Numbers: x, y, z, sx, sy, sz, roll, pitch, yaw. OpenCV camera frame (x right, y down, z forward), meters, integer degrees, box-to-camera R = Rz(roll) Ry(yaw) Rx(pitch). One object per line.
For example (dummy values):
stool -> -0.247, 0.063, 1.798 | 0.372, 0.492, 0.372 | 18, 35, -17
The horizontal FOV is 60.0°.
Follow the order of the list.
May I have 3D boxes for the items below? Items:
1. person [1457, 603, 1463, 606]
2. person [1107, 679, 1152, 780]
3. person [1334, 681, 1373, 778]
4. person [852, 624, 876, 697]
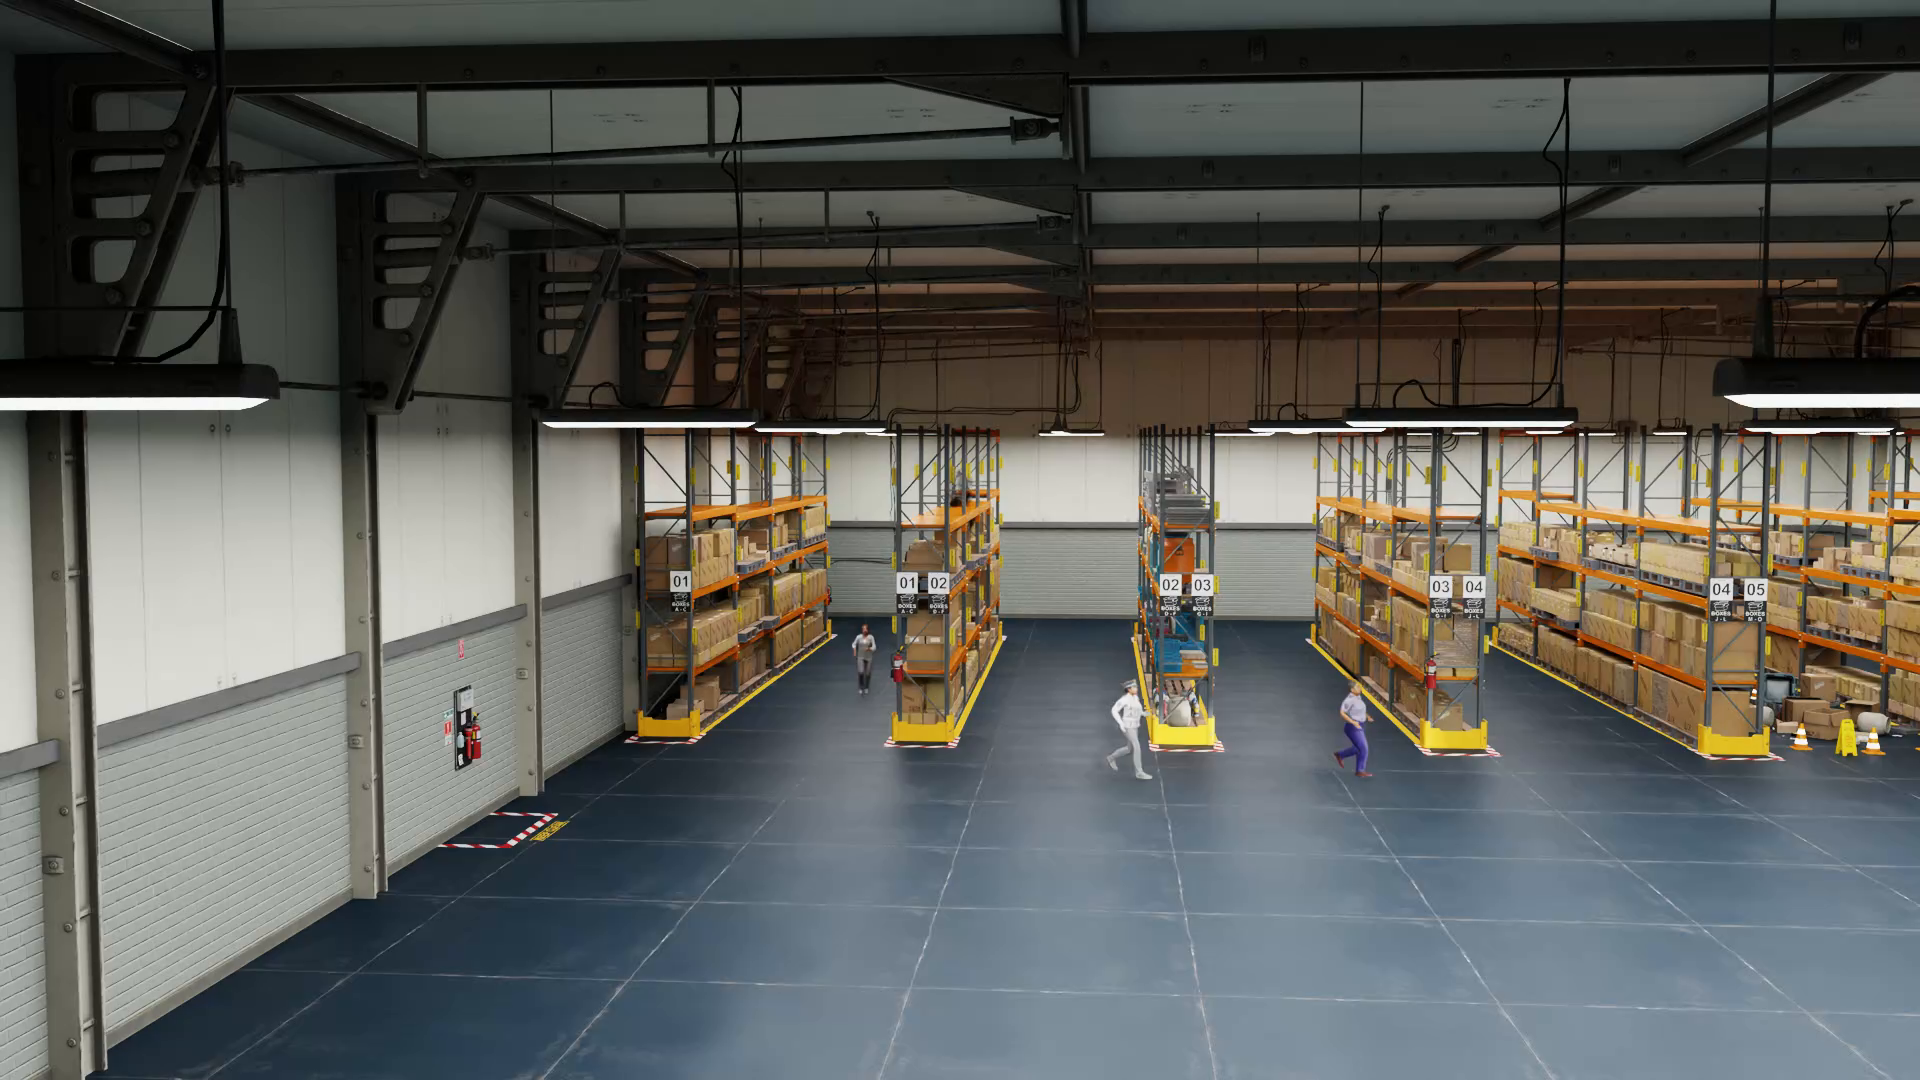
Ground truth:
person -> 13.500, 2.177, 44.288 | 0.673, 1.786, 0.898 | 1, 4, 12
person -> 2.844, 3.160, 28.003 | 0.861, 1.674, 0.614 | 2, 4, 34
person -> 6.682, 3.206, 28.249 | 0.708, 1.592, 0.615 | 2, 4, 32
person -> -2.113, 2.710, 36.743 | 0.510, 1.512, 0.674 | 0, 3, -6
